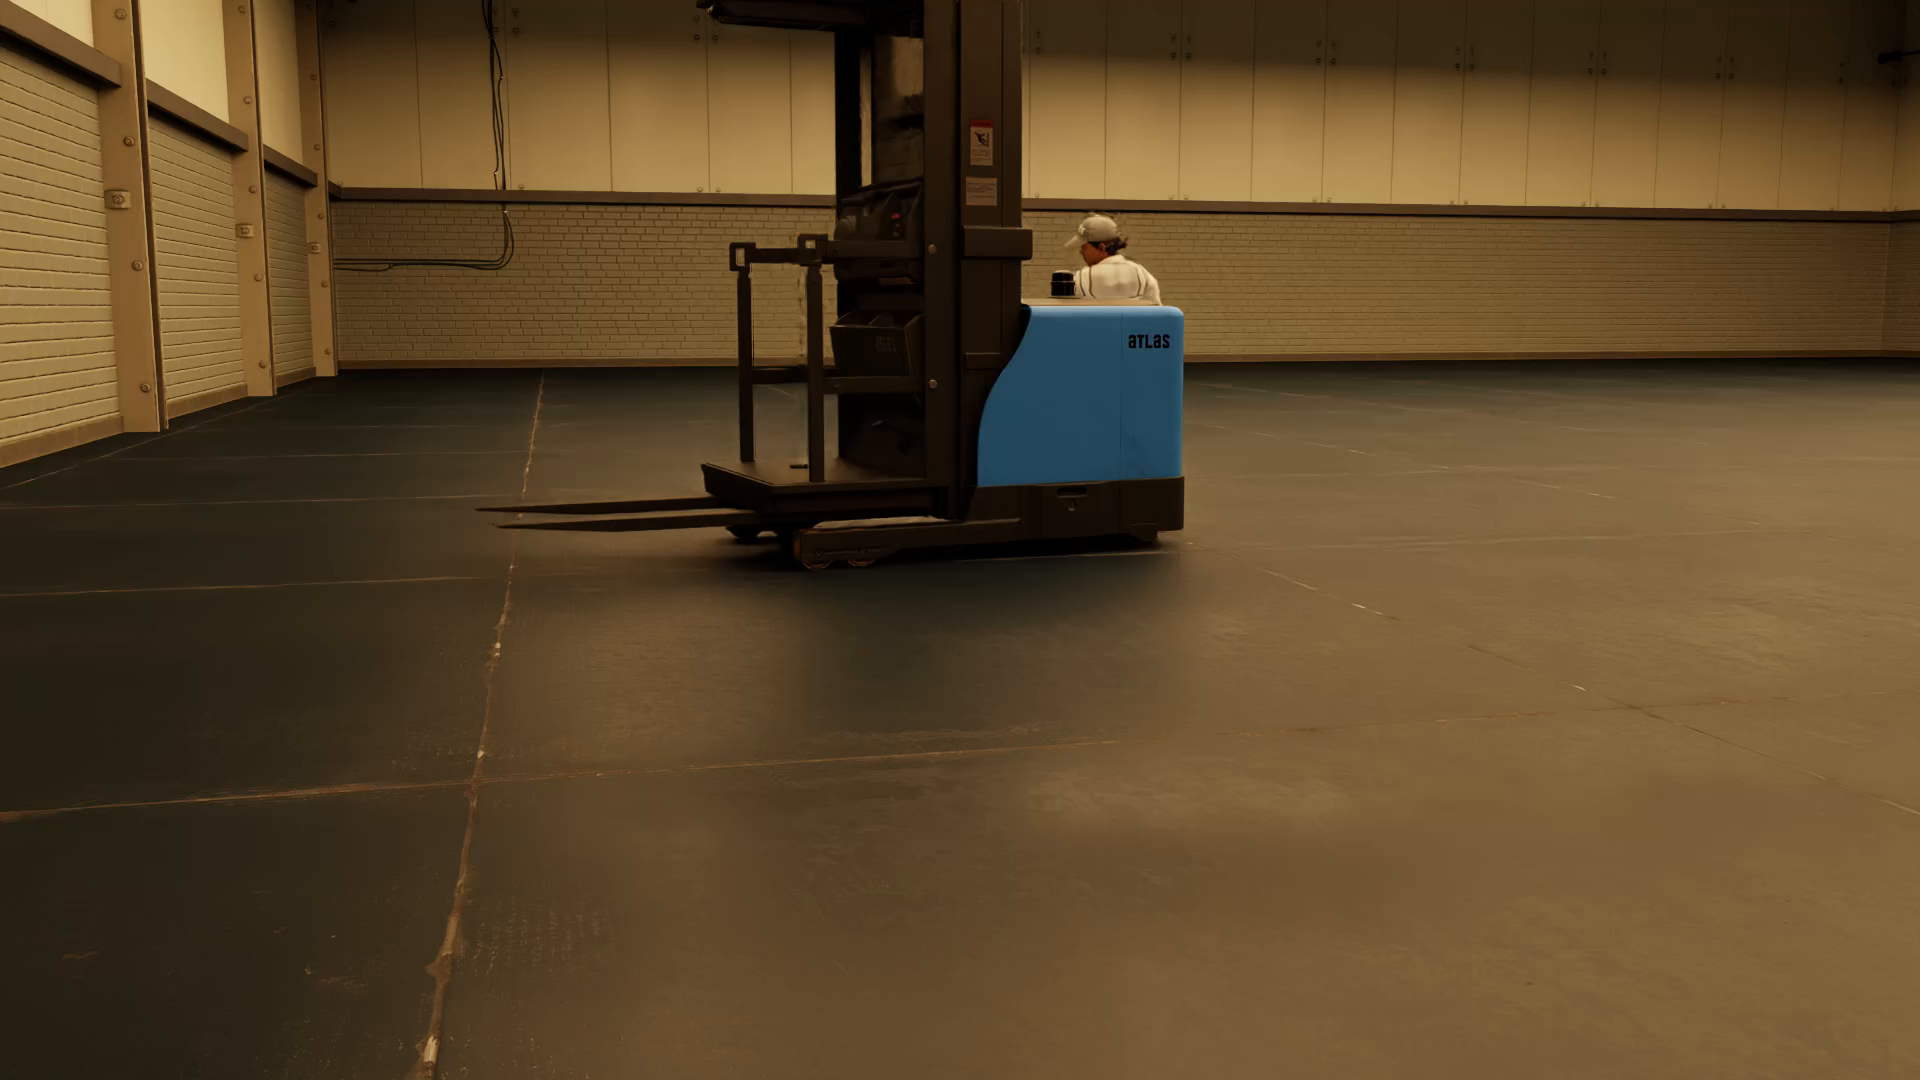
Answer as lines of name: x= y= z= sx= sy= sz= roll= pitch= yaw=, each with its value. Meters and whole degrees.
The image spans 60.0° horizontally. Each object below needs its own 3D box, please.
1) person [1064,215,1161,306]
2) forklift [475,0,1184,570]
person: x=0.778 y=-0.903 z=8.628 sx=0.748 sy=1.519 sz=0.818 roll=-6 pitch=10 yaw=-35
forklift: x=-0.546 y=-1.410 z=7.208 sx=3.031 sy=2.935 sz=1.130 roll=-4 pitch=9 yaw=-24
